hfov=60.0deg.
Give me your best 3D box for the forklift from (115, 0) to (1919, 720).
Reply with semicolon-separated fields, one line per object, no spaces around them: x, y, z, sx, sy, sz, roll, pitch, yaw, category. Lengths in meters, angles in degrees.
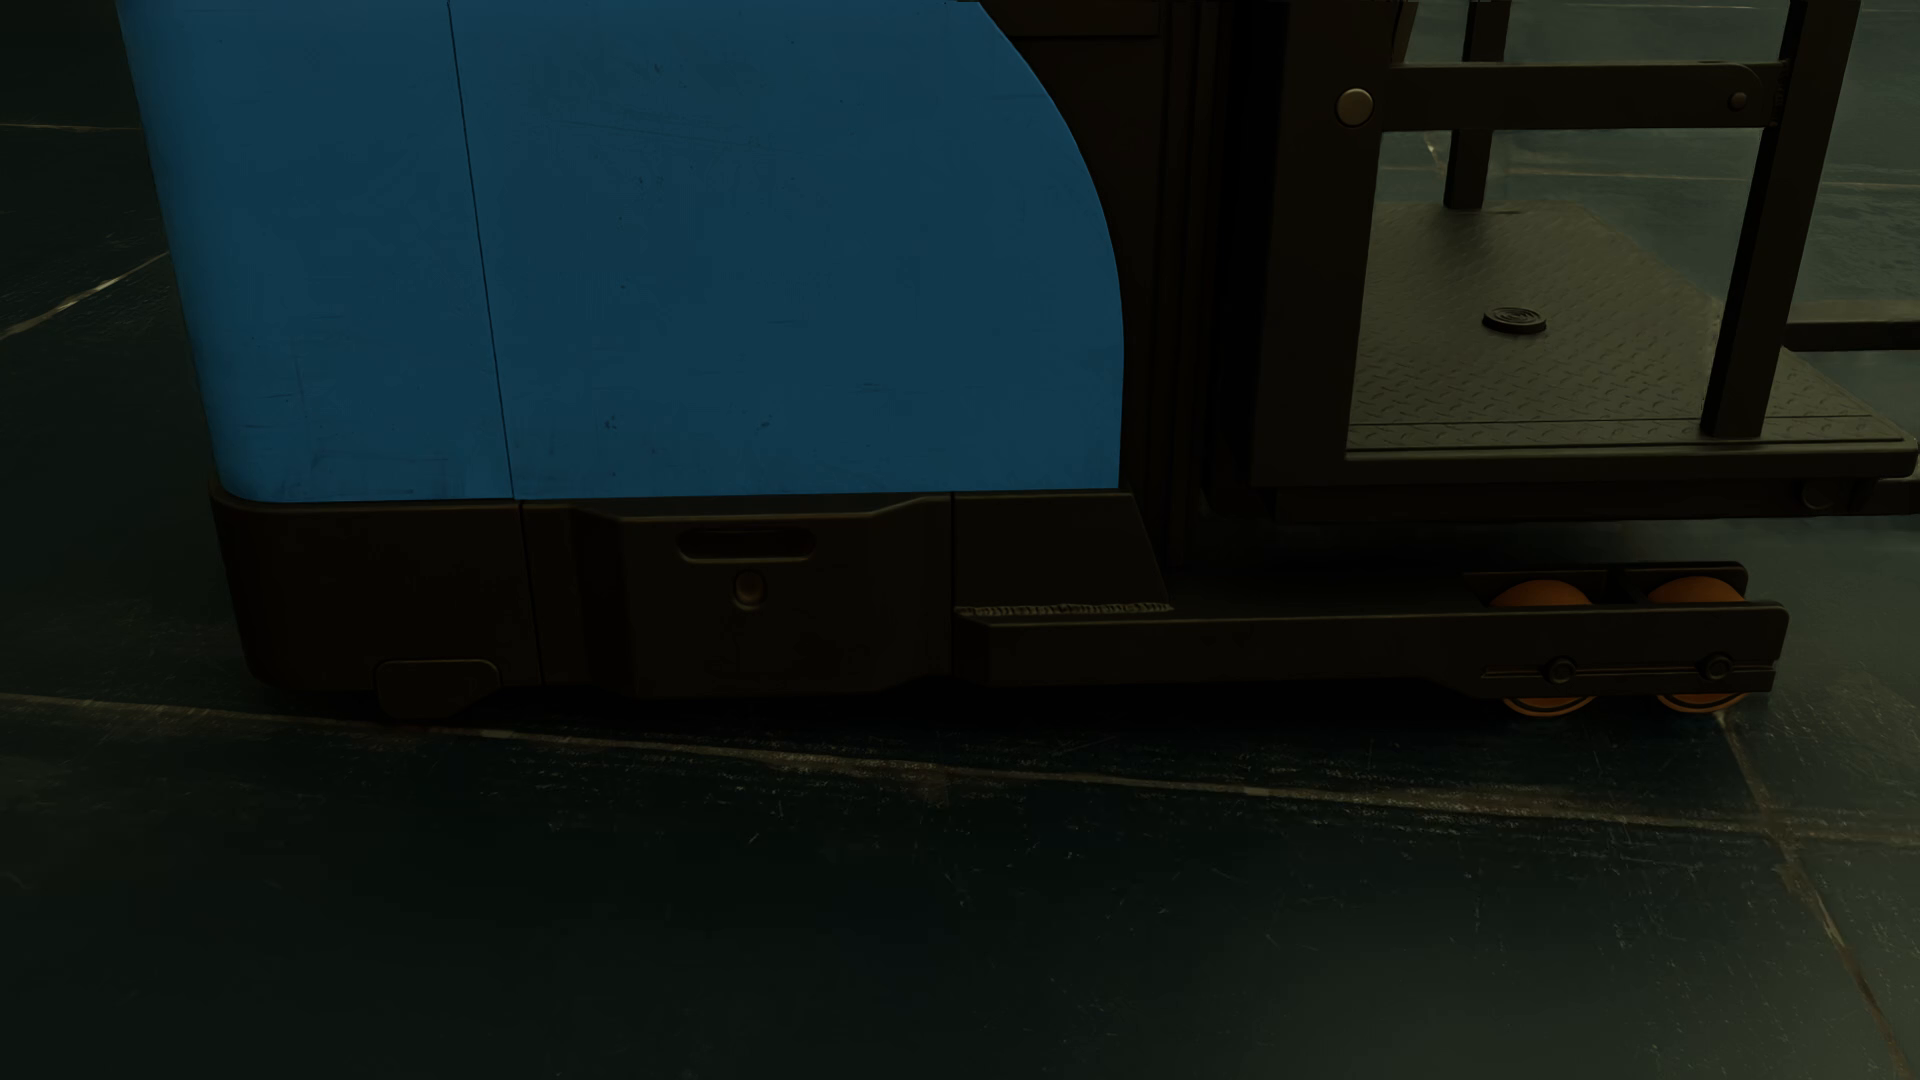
0.612;-1.329;1.881;3.031;2.935;1.130;-1;27;-2;forklift
